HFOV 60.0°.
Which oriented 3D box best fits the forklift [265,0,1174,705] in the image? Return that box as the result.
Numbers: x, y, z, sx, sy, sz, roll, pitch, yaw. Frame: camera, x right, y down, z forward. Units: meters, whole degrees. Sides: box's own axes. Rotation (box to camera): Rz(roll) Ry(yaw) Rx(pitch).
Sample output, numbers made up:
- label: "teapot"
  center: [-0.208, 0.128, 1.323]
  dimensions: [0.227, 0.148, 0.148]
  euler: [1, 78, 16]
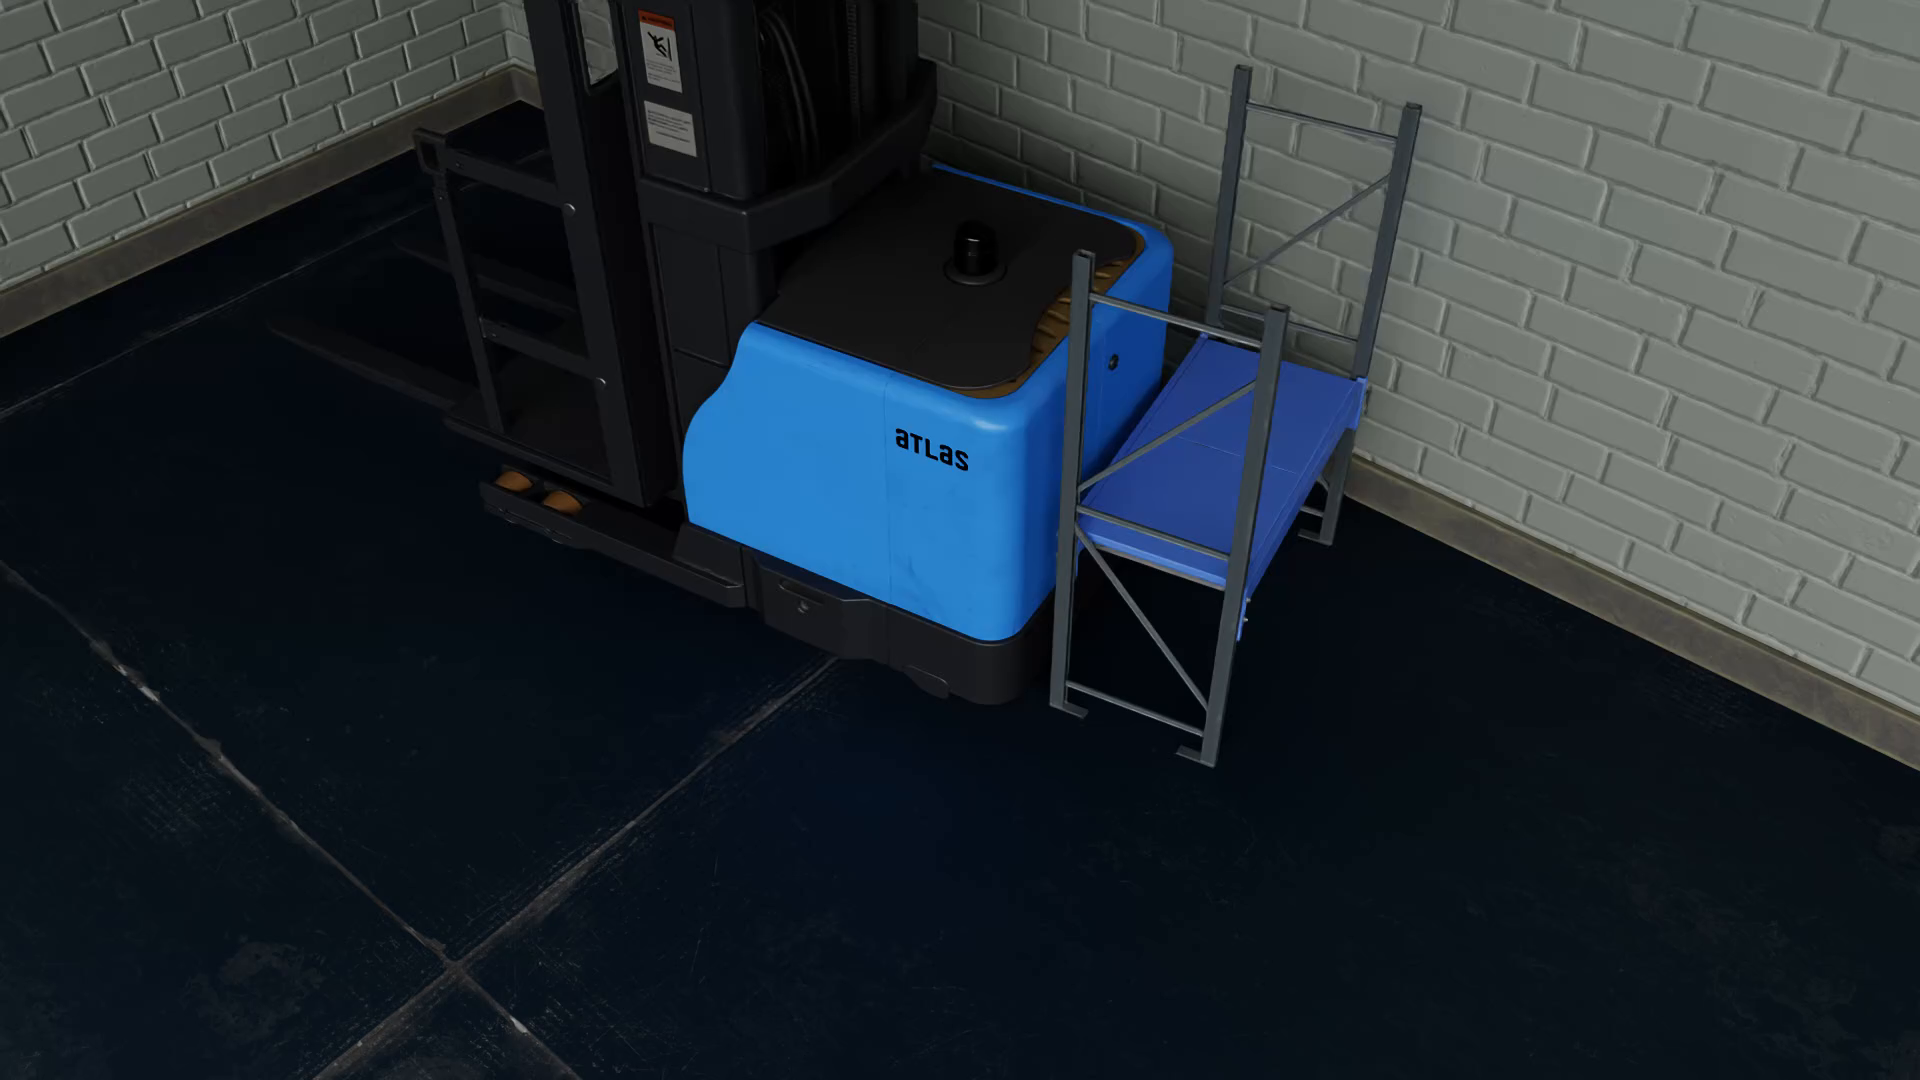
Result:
- label: "forklift"
  center: [-0.927, -1.358, 4.564]
  dimensions: [3.031, 2.935, 1.130]
  euler: [21, 46, 22]

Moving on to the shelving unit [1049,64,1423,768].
- label: "shelving unit"
  center: [0.717, -0.318, 4.485]
  dimensions: [0.538, 1.500, 1.048]
  euler: [19, 46, 20]

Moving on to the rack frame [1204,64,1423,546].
- label: "rack frame"
  center: [0.952, -0.622, 4.819]
  dimensions: [0.500, 1.500, 0.032]
  euler: [19, 46, 20]

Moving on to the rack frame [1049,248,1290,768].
- label: "rack frame"
  center: [0.482, -0.015, 4.152]
  dimensions: [0.500, 1.500, 0.032]
  euler: [19, 46, 20]

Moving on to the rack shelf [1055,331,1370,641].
- label: "rack shelf"
  center: [0.717, -0.185, 4.606]
  dimensions: [0.538, 0.185, 1.000]
  euler: [19, 46, 20]
